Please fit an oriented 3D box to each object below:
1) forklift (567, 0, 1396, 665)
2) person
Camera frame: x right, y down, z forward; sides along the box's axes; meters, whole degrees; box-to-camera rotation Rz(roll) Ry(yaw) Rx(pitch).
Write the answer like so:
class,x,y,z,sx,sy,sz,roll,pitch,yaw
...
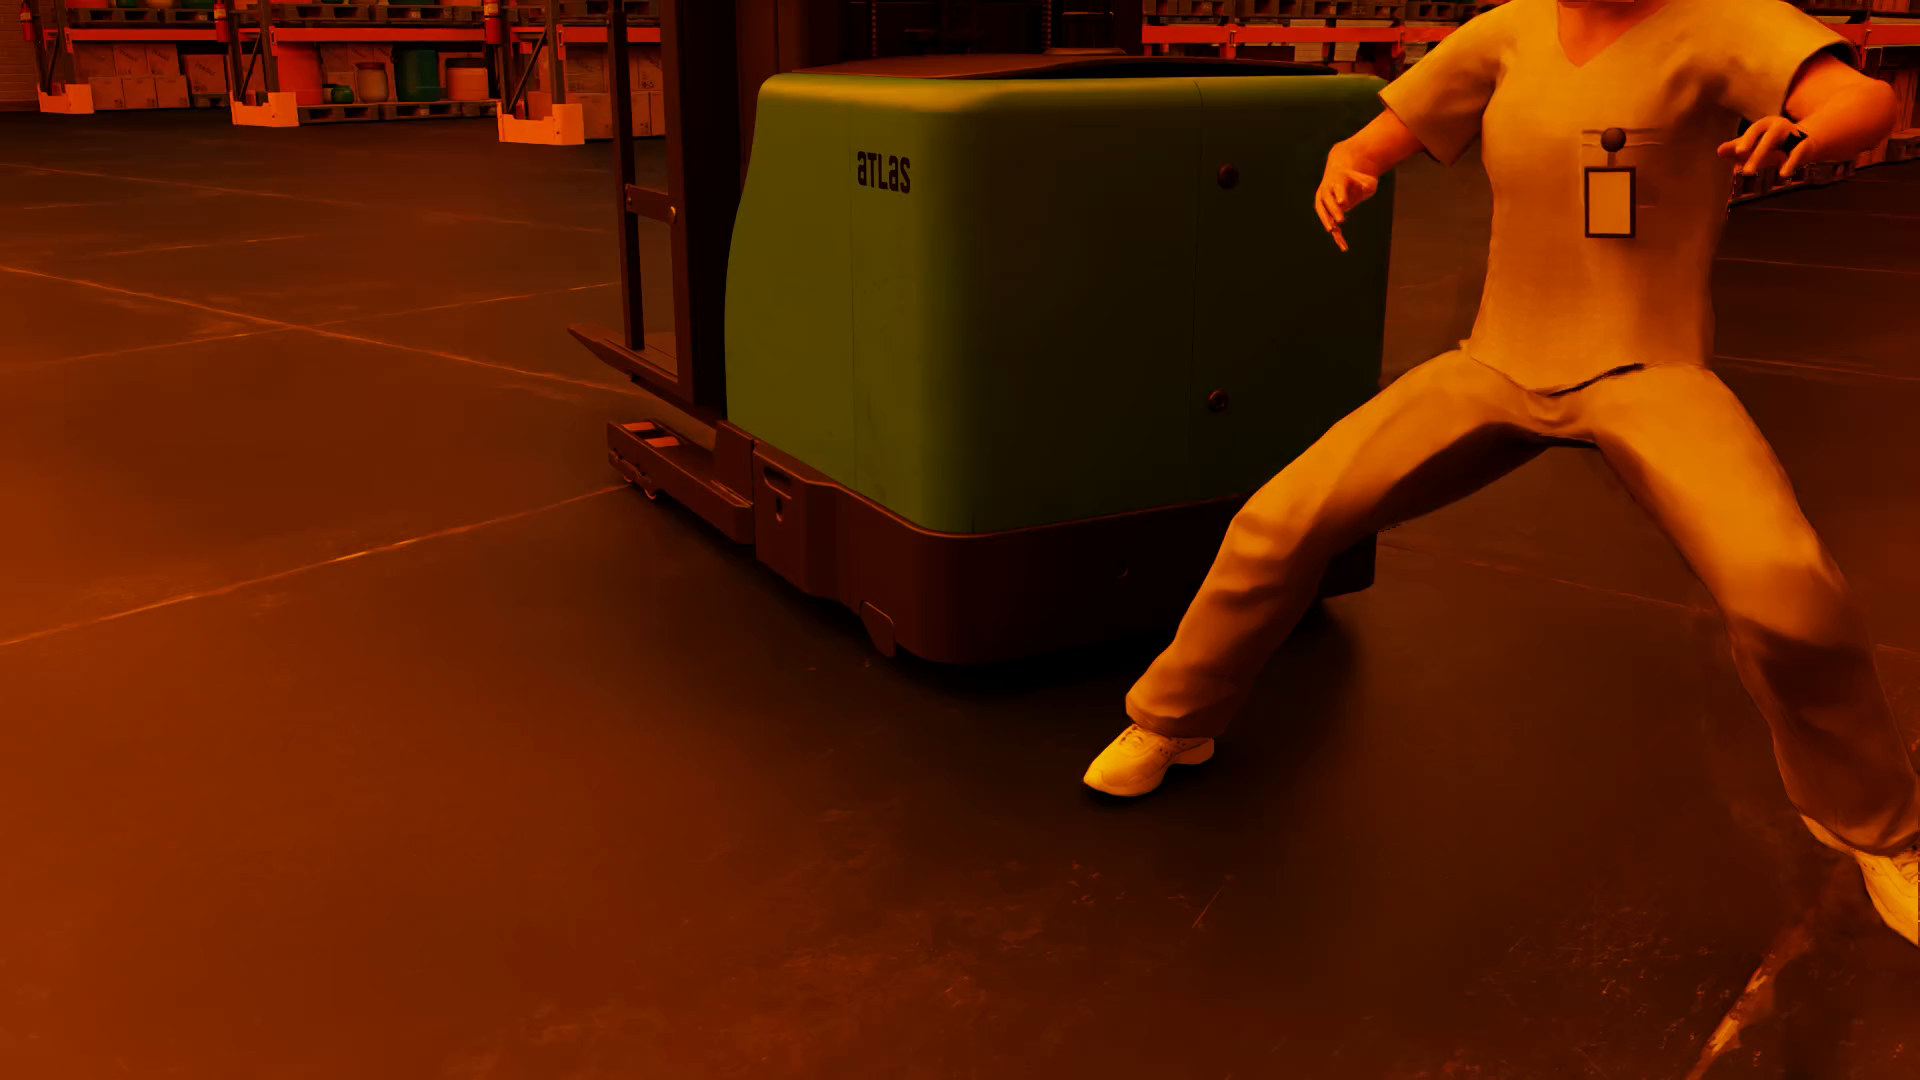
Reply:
class,x,y,z,sx,sy,sz,roll,pitch,yaw
forklift,-0.288,-1.559,4.031,1.130,2.935,3.031,-9,19,-27
person,0.782,-0.239,2.221,0.651,1.451,1.172,-15,22,-40
